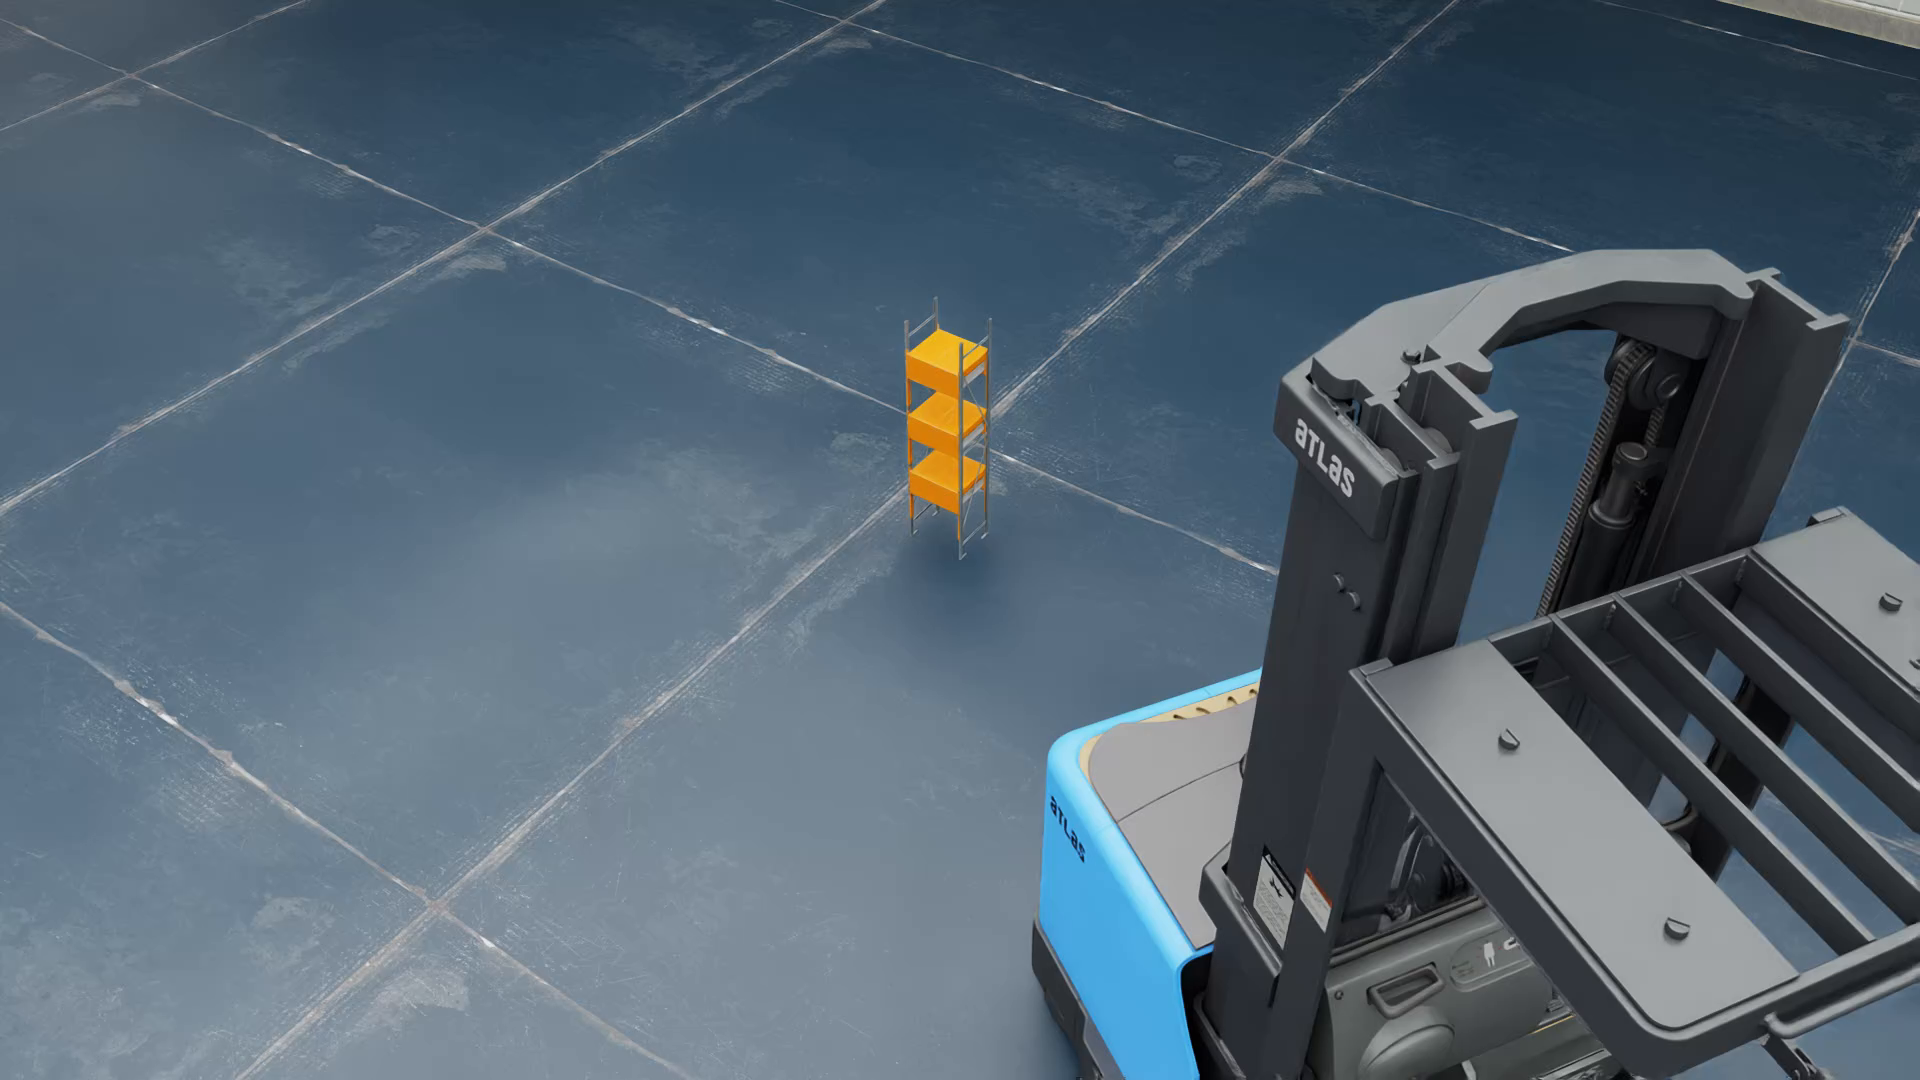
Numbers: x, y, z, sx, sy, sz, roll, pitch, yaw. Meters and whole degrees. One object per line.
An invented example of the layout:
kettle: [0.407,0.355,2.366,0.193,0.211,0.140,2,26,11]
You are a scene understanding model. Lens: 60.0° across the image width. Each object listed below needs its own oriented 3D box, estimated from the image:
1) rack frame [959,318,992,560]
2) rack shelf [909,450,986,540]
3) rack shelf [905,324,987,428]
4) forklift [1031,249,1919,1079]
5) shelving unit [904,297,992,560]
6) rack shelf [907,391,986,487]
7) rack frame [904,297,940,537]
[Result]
rack frame: [0.056,-0.365,6.371,0.008,1.050,0.200,25,48,25]
rack shelf: [-0.044,-0.197,6.615,0.240,0.259,0.215,25,48,25]
rack shelf: [-0.044,-0.615,6.241,0.240,0.259,0.215,25,48,25]
forklift: [1.266,1.028,3.403,1.130,2.935,3.031,-16,44,-17]
shelving unit: [-0.044,-0.412,6.423,0.252,1.050,0.215,25,48,25]
rack shelf: [-0.044,-0.404,6.430,0.240,0.259,0.215,25,48,25]
rack frame: [-0.144,-0.458,6.475,0.008,1.050,0.200,25,48,25]
